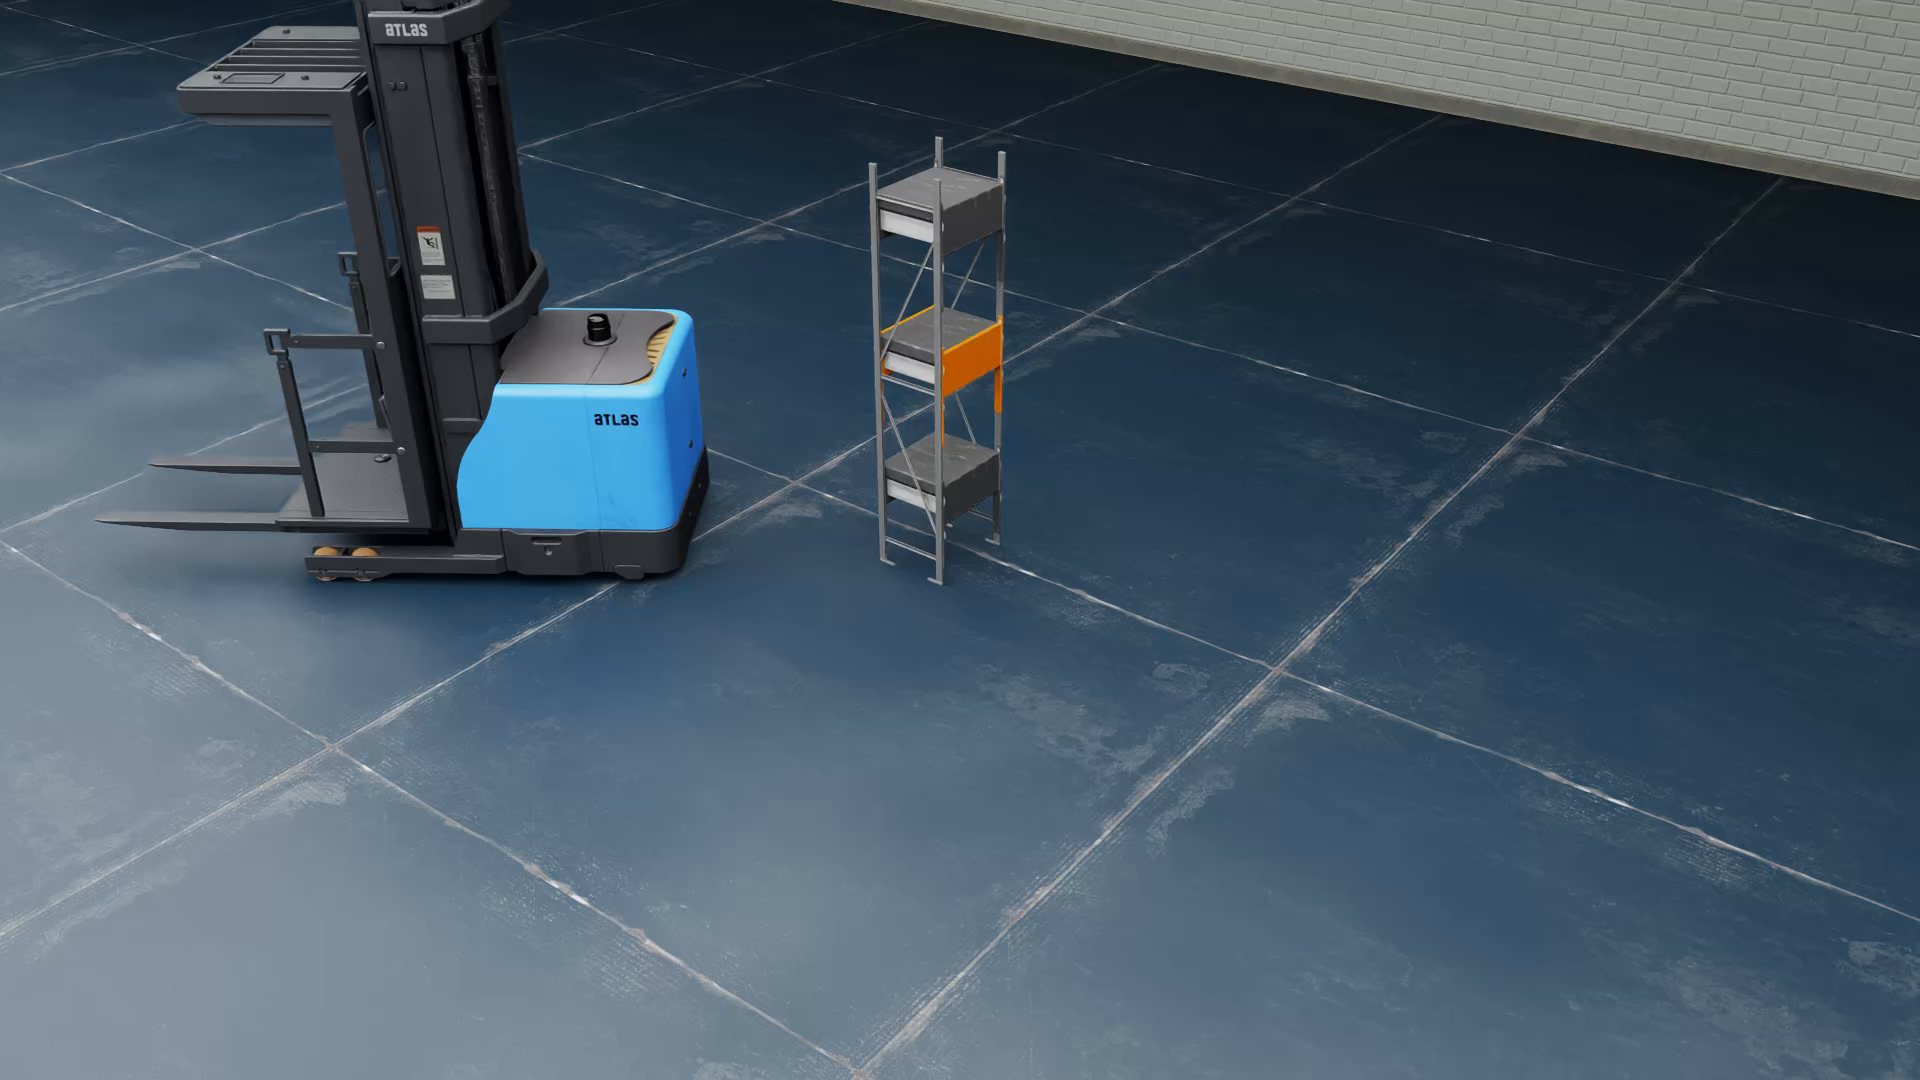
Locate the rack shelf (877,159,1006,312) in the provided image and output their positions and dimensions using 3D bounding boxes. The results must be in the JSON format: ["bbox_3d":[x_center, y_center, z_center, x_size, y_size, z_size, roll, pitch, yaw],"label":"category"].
[{"bbox_3d":[-0.100,-1.426,7.751,0.431,0.518,0.480,21,37,31],"label":"rack shelf"}]

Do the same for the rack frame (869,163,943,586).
[{"bbox_3d":[-0.247,-0.737,7.934,0.400,2.100,0.015,21,37,31],"label":"rack frame"}]

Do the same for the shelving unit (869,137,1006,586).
[{"bbox_3d":[-0.100,-0.836,8.101,0.431,2.100,0.503,21,37,31],"label":"shelving unit"}]

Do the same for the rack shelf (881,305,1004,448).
[{"bbox_3d":[-0.100,-0.824,8.108,0.431,0.518,0.480,21,37,31],"label":"rack shelf"}]

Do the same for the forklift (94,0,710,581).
[{"bbox_3d":[-2.903,-1.321,8.104,3.031,2.935,1.130,1,31,1],"label":"forklift"}]

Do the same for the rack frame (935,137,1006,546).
[{"bbox_3d":[0.047,-0.935,8.269,0.400,2.100,0.015,21,37,31],"label":"rack frame"}]

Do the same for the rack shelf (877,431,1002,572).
[{"bbox_3d":[-0.100,-0.222,8.465,0.431,0.518,0.480,21,37,31],"label":"rack shelf"}]
